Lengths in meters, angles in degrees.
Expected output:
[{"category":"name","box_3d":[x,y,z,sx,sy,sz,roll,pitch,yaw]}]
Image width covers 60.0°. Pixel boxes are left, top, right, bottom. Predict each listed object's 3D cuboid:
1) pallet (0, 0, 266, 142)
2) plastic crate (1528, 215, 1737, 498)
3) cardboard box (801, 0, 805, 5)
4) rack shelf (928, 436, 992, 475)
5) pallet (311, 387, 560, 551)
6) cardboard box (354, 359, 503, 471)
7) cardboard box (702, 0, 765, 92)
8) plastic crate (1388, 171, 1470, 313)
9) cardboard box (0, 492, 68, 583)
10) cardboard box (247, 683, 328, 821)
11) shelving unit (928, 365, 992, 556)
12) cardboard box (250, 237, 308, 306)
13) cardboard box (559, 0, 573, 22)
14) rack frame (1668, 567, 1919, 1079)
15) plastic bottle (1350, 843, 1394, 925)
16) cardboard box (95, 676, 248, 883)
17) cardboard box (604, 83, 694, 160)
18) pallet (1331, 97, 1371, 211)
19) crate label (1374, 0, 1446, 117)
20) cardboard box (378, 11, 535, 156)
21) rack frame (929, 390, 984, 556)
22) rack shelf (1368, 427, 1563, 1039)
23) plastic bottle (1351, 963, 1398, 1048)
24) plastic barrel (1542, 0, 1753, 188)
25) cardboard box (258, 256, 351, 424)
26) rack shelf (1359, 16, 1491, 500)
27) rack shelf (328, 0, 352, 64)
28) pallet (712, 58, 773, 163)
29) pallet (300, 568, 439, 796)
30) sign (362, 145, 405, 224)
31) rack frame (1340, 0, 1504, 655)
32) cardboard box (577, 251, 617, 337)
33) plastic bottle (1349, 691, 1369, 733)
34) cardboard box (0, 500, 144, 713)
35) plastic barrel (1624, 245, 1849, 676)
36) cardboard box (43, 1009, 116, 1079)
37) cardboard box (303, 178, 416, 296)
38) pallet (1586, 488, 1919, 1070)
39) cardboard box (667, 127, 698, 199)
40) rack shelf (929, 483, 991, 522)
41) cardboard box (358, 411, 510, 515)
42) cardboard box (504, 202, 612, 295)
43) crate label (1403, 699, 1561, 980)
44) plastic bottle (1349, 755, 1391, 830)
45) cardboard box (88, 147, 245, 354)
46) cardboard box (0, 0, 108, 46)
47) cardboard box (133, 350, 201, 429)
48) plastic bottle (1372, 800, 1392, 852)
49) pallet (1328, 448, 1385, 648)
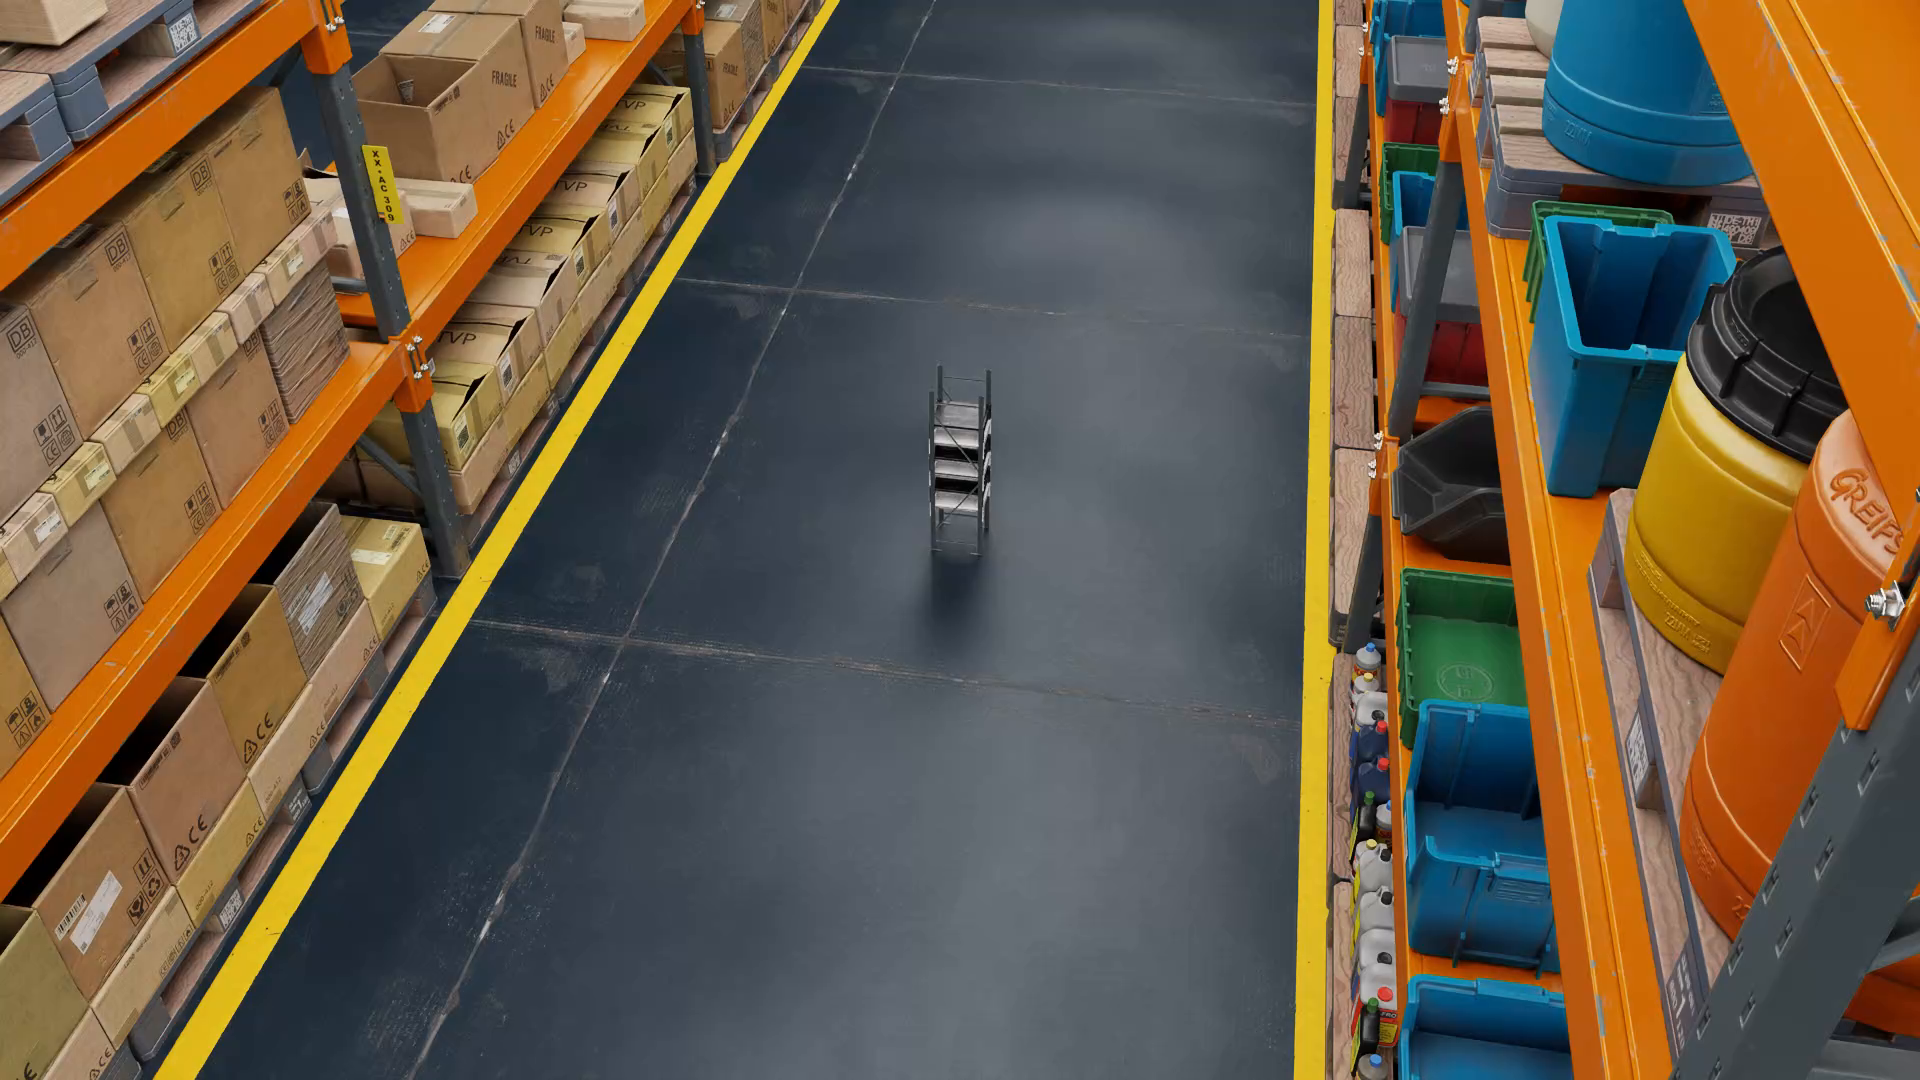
[{"category":"pallet","box_3d":[-2.889,-1.645,5.198,1.003,0.211,1.213,6,40,8]},{"category":"plastic crate","box_3d":[1.453,-0.382,3.614,0.392,0.384,0.575,6,40,8]},{"category":"cardboard box","box_3d":[-1.366,-4.323,12.338,0.500,0.500,0.500,7,40,8]},{"category":"rack shelf","box_3d":[0.001,-0.396,7.530,0.258,0.077,0.200,6,40,8]},{"category":"pallet","box_3d":[-2.677,-0.454,8.230,1.003,0.211,1.213,6,40,8]},{"category":"cardboard box","box_3d":[-2.450,-0.612,7.621,0.500,0.311,0.500,7,40,8]},{"category":"cardboard box","box_3d":[-1.629,-3.361,11.175,0.500,0.500,0.500,5,40,6]},{"category":"plastic crate","box_3d":[1.996,-1.233,6.997,0.392,0.384,0.575,6,40,8]},{"category":"cardboard box","box_3d":[-2.912,-0.027,4.938,0.380,0.149,0.250,7,40,8]},{"category":"cardboard box","box_3d":[-2.800,0.780,6.378,0.500,0.250,0.500,6,40,8]},{"category":"shelving unit","box_3d":[0.001,-0.352,7.566,0.258,0.900,0.210,6,40,8]},{"category":"cardboard box","box_3d":[-2.647,-1.001,6.116,0.380,0.149,0.250,6,40,7]},{"category":"cardboard box","box_3d":[-2.420,-2.998,9.188,0.500,0.311,0.500,6,40,7]},{"category":"rack frame","box_3d":[1.423,-0.314,1.165,0.949,2.616,0.053,6,40,8]},{"category":"plastic bottle","box_3d":[1.457,1.184,5.794,0.144,0.351,0.185,6,40,7]},{"category":"cardboard box","box_3d":[-2.885,0.805,5.759,0.500,0.500,0.500,6,40,8]},{"category":"cardboard box","box_3d":[-1.922,-2.534,9.946,0.500,0.311,0.500,7,40,9]},{"category":"pallet","box_3d":[2.899,-2.448,10.642,1.003,0.211,1.213,6,40,8]},{"category":"crate label","box_3d":[2.365,-2.443,8.420,0.502,0.435,0.616,6,40,8]},{"category":"cardboard box","box_3d":[-2.440,-2.225,8.106,0.500,0.500,0.500,6,40,8]},{"category":"rack frame","box_3d":[-0.016,-0.288,7.489,0.240,0.900,0.006,6,40,8]},{"category":"rack shelf","box_3d":[1.765,1.019,4.824,1.077,0.370,4.000,6,40,8]},{"category":"plastic bottle","box_3d":[1.376,1.521,5.445,0.152,0.276,0.135,7,40,8]},{"category":"plastic barrel","box_3d":[1.834,-1.411,4.123,0.600,0.901,0.708,6,40,8]},{"category":"cardboard box","box_3d":[-2.837,-0.821,6.407,0.700,0.500,0.500,5,40,7]},{"category":"rack shelf","box_3d":[2.458,-1.491,7.861,1.077,0.370,4.000,6,40,8]},{"category":"rack shelf","box_3d":[-2.420,-3.195,7.568,1.077,0.370,4.000,6,40,8]},{"category":"pallet","box_3d":[-1.908,-2.961,11.263,1.003,0.211,1.213,6,40,8]},{"category":"pallet","box_3d":[-2.945,0.508,7.067,1.003,0.211,1.213,6,40,8]},{"category":"sign","box_3d":[-2.220,-1.365,6.403,0.100,0.325,0.005,6,40,8]},{"category":"rack frame","box_3d":[2.111,-0.513,6.113,1.000,3.000,0.127,6,40,8]},{"category":"cardboard box","box_3d":[-2.187,-1.355,8.960,0.500,0.250,0.500,7,40,9]},{"category":"plastic bottle","box_3d":[1.589,0.675,6.527,0.097,0.201,0.097,0,40,0]},{"category":"cardboard box","box_3d":[-3.100,0.147,5.237,0.700,0.500,0.500,8,40,9]},{"category":"plastic barrel","box_3d":[1.491,-0.123,2.810,0.600,0.588,0.600,0,40,0]},{"category":"cardboard box","box_3d":[-3.064,1.721,5.240,0.500,0.250,0.500,6,40,8]},{"category":"cardboard box","box_3d":[-2.724,-1.317,7.204,0.500,0.250,0.500,9,40,10]},{"category":"pallet","box_3d":[1.659,0.406,2.796,1.003,0.211,1.213,6,40,8]},{"category":"cardboard box","box_3d":[-1.925,-2.317,10.123,0.500,0.250,0.500,7,40,9]},{"category":"rack shelf","box_3d":[0.001,-0.187,7.702,0.258,0.077,0.200,6,40,8]},{"category":"cardboard box","box_3d":[-2.453,-0.389,7.792,0.500,0.250,0.500,5,40,7]},{"category":"cardboard box","box_3d":[-2.185,-1.577,8.788,0.500,0.311,0.500,7,40,9]},{"category":"crate label","box_3d":[1.471,0.799,4.499,0.502,0.435,0.616,6,40,8]},{"category":"plastic bottle","box_3d":[1.530,0.918,6.116,0.144,0.351,0.185,5,40,6]},{"category":"cardboard box","box_3d":[-2.923,-1.004,5.610,0.700,0.500,0.500,6,40,8]},{"category":"cardboard box","box_3d":[-2.706,-1.549,4.770,0.380,0.149,0.250,6,40,8]},{"category":"cardboard box","box_3d":[-2.780,-0.517,5.531,0.380,0.149,0.250,6,40,7]},{"category":"plastic bottle","box_3d":[1.542,1.045,6.025,0.097,0.271,0.097,0,40,0]},{"category":"pallet","box_3d":[2.209,0.065,7.603,1.003,0.211,1.213,6,40,8]}]
